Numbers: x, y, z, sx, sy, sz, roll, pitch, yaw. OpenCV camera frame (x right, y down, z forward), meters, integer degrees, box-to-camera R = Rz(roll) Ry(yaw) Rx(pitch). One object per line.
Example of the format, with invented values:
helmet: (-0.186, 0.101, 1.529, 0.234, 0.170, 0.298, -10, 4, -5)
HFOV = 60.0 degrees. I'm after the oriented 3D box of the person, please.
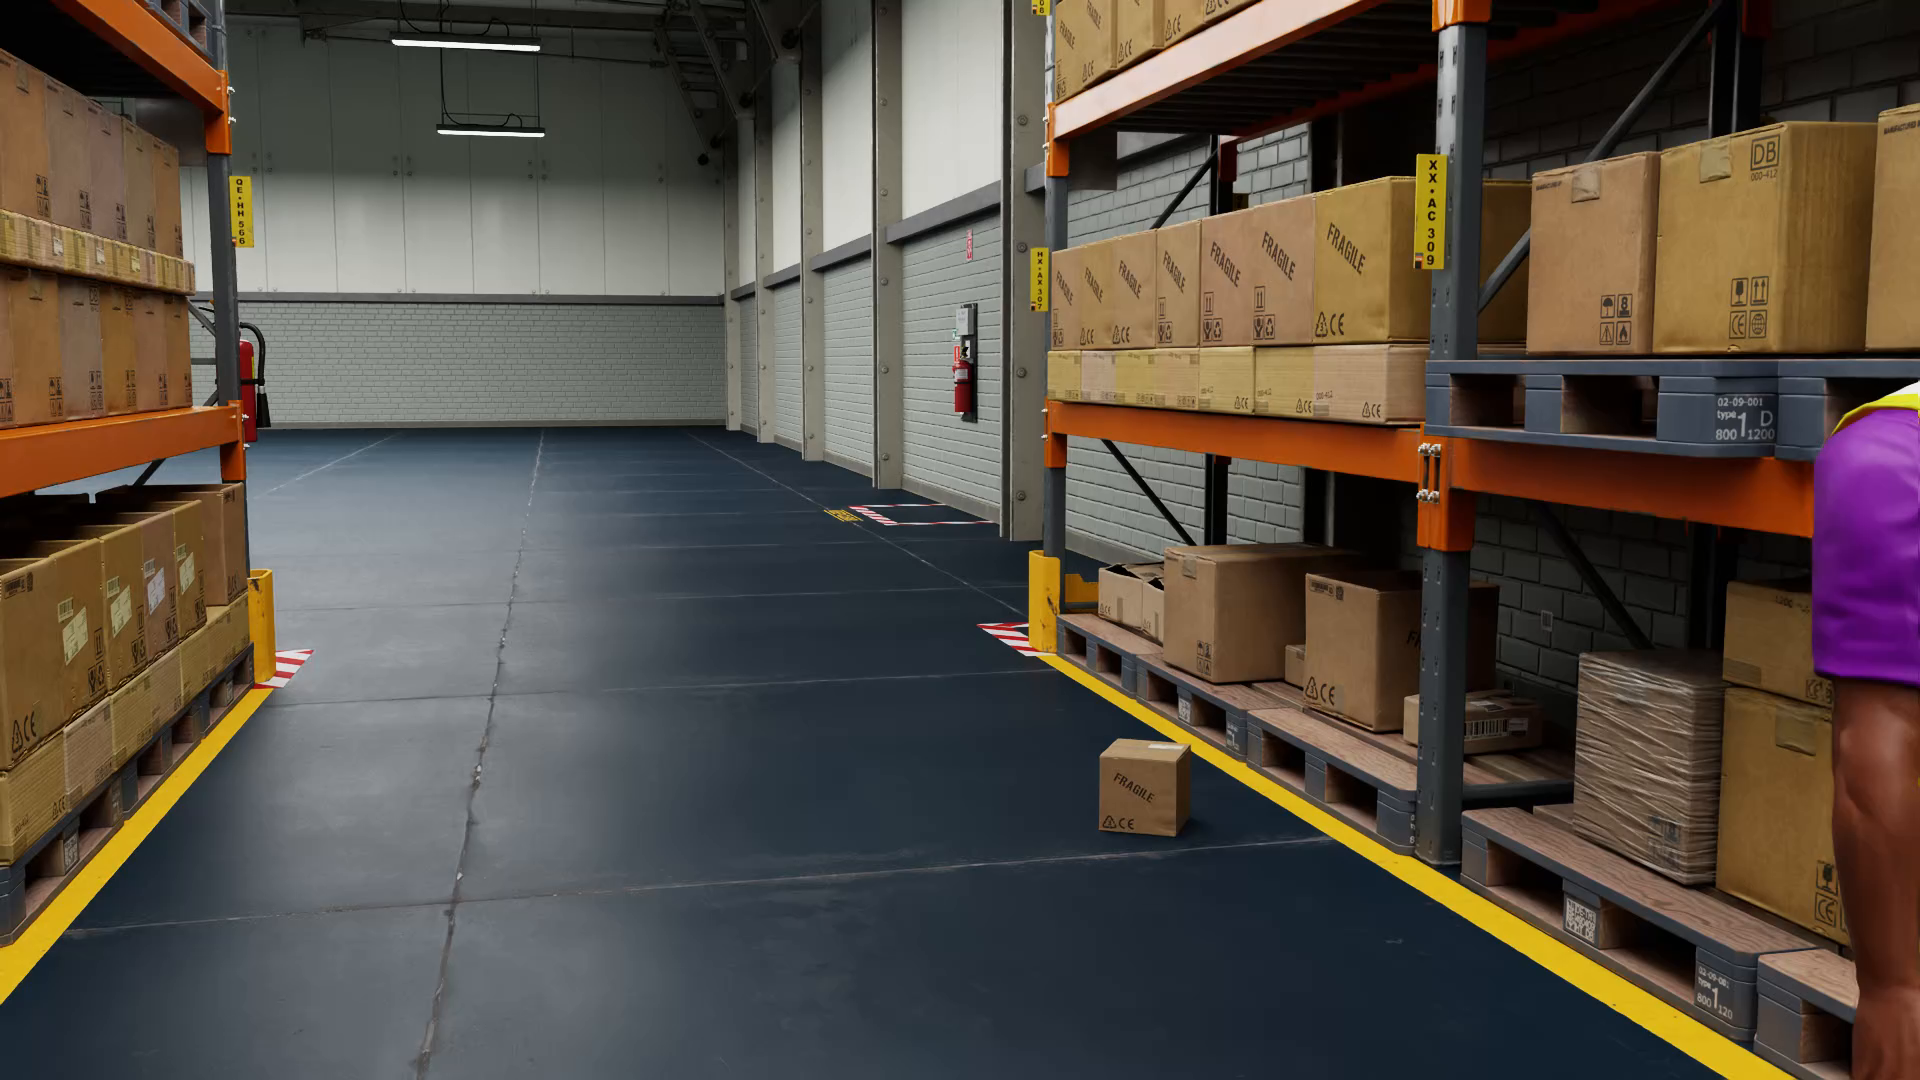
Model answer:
person: (1.124, 0.430, 1.683, 0.566, 1.754, 0.706, -1, 6, -10)
